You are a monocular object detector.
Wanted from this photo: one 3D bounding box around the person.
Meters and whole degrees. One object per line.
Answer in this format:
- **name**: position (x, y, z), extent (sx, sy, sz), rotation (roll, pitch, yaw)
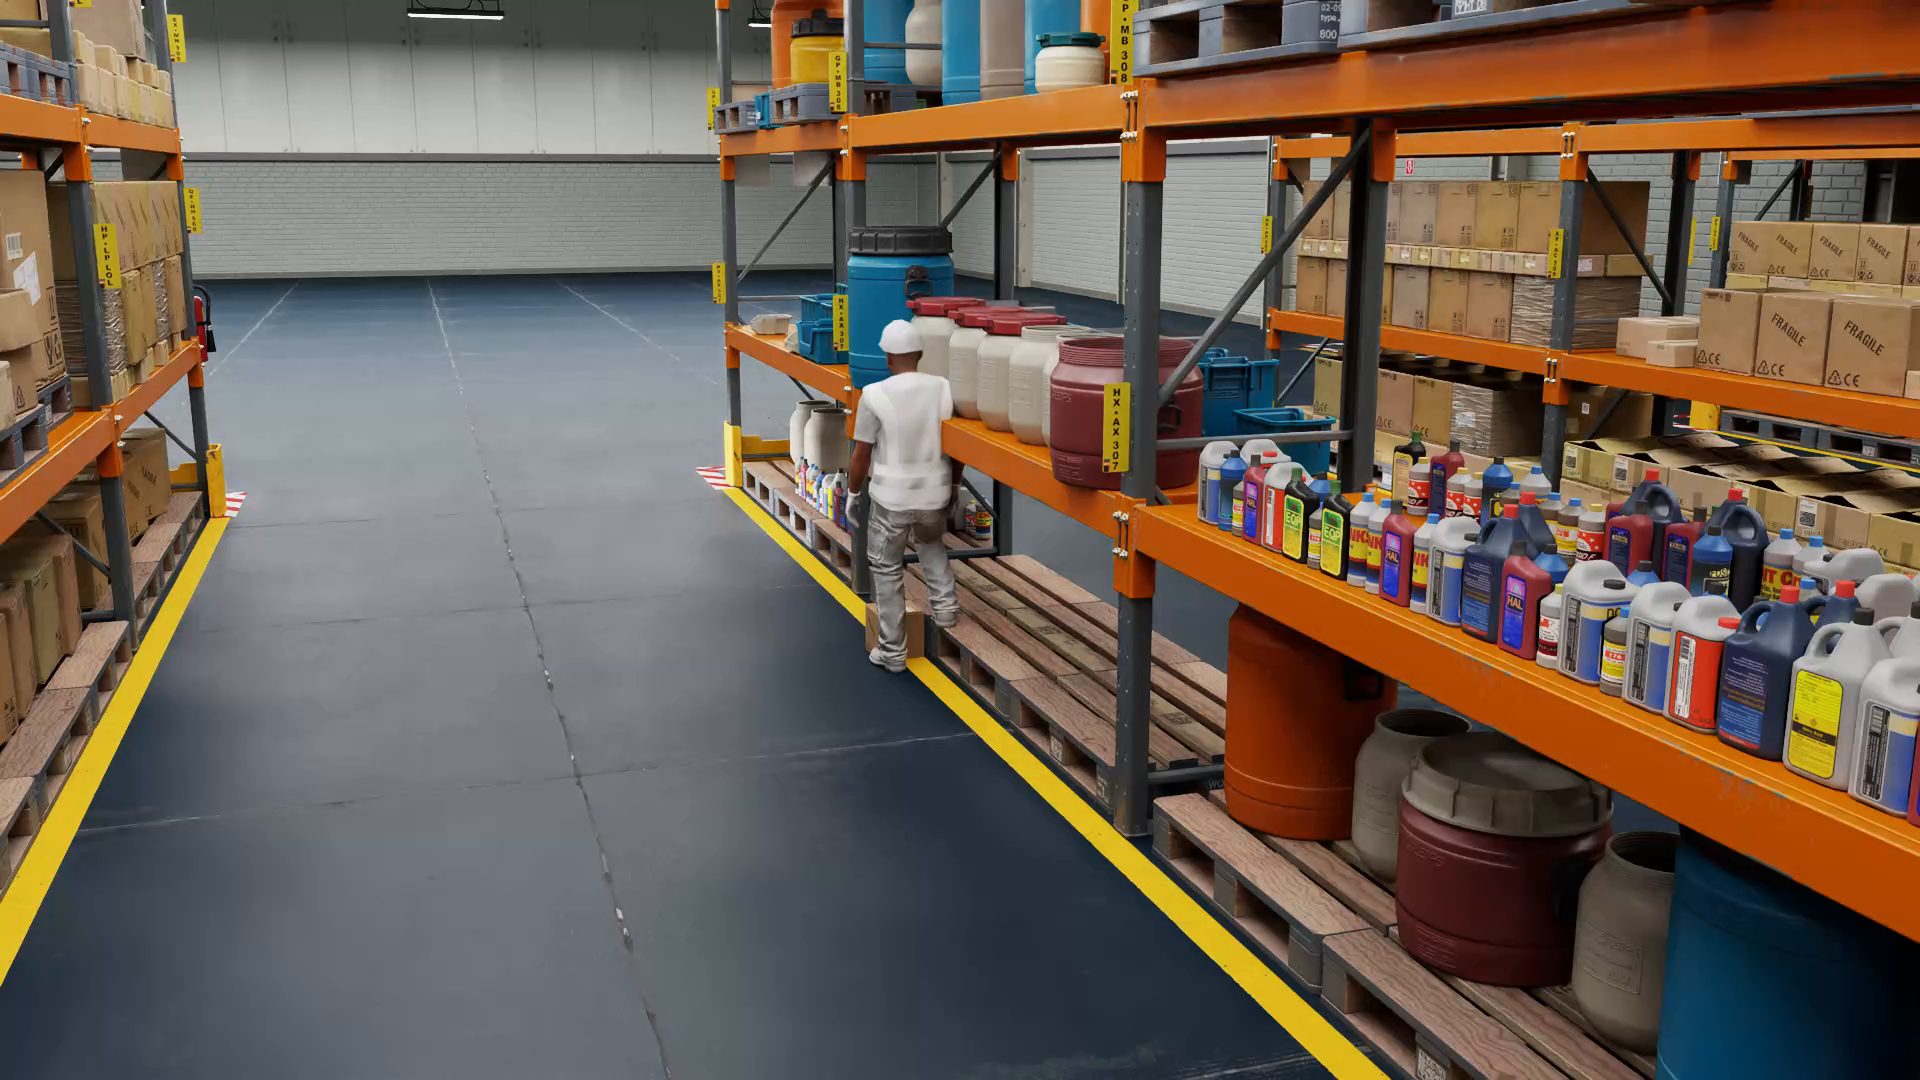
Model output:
- **person**: position (-0.280, -0.230, 8.472), extent (0.629, 1.785, 0.520), rotation (-5, 13, -21)
